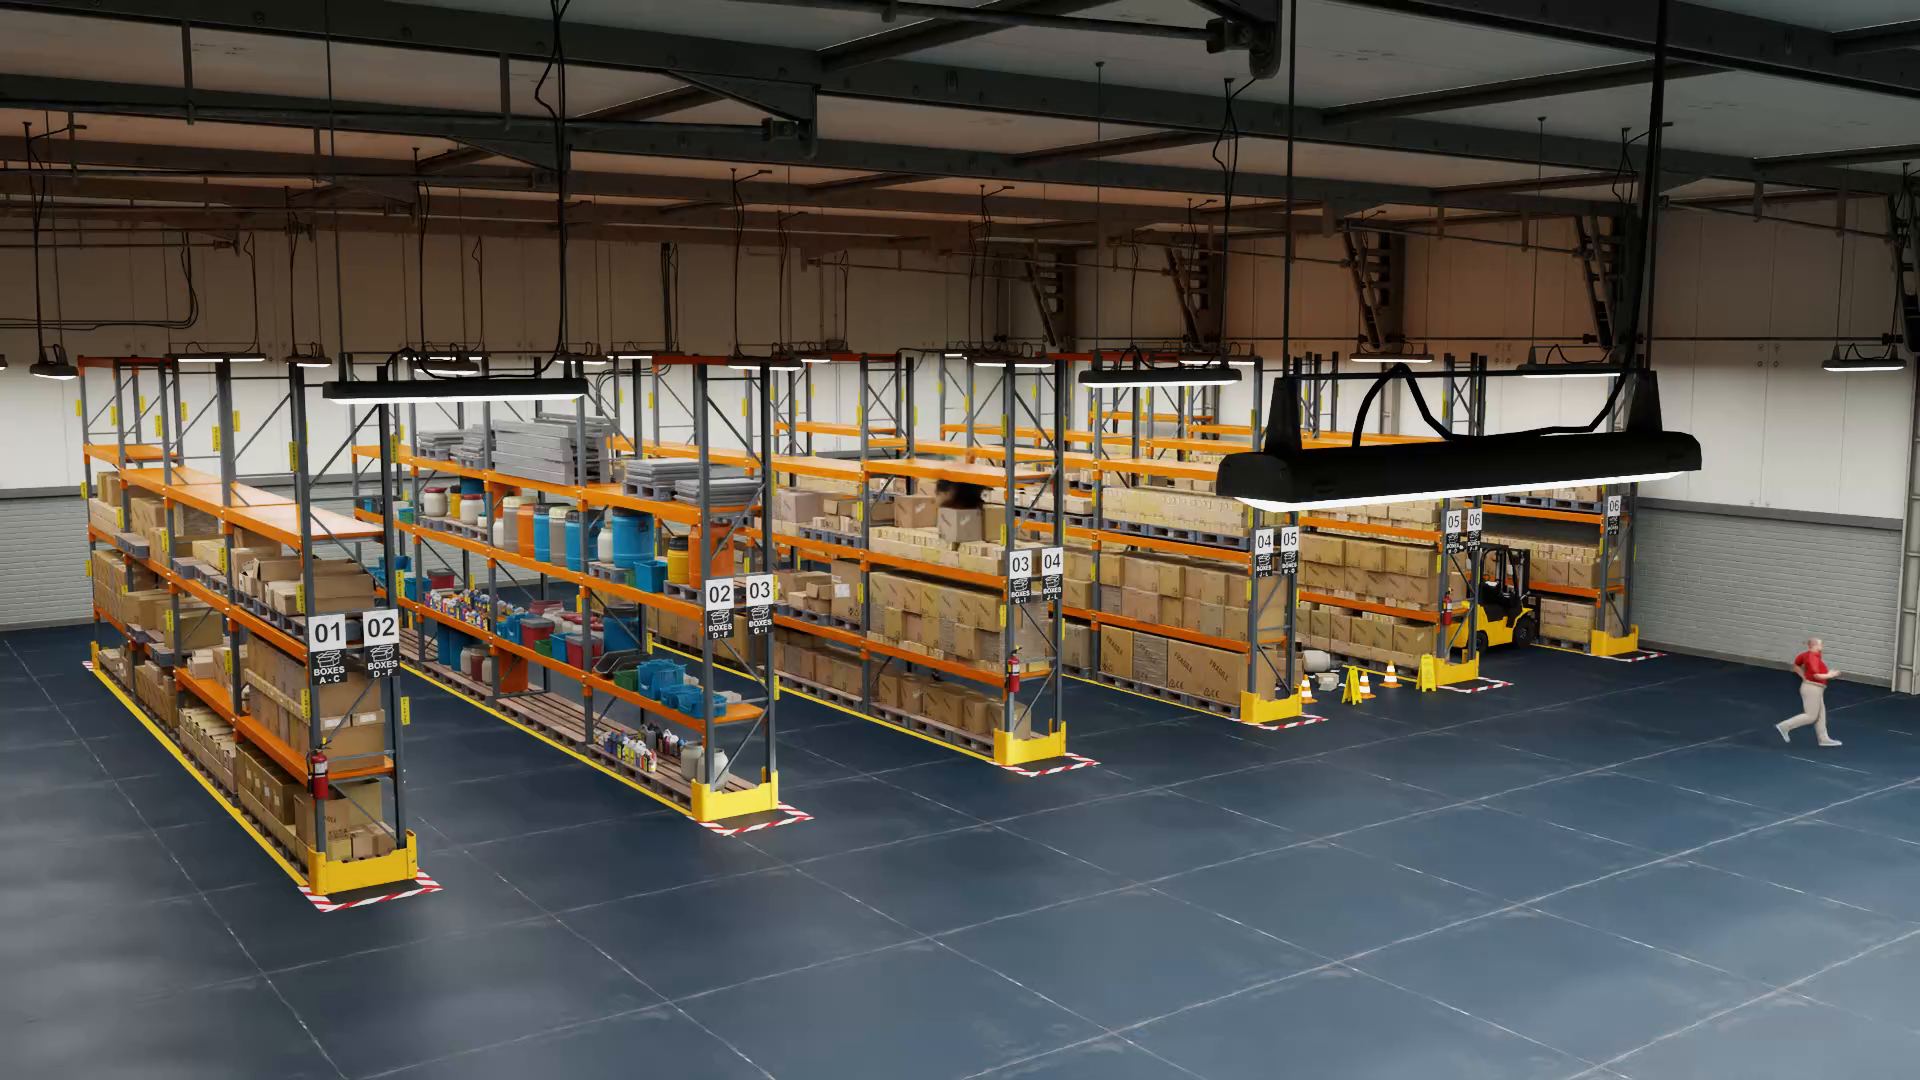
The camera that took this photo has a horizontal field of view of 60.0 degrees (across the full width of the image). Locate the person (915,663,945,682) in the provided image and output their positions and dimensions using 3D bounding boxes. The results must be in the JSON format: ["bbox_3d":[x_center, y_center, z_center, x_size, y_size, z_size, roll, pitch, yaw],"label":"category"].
[{"bbox_3d":[-0.567,1.770,30.752,0.667,1.692,0.824,-6,9,-41],"label":"person"}]

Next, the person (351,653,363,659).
[{"bbox_3d":[-10.570,1.998,28.715,0.607,1.649,0.938,-6,9,-39],"label":"person"}]

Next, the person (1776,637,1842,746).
[{"bbox_3d":[13.160,2.347,25.714,0.960,1.704,0.668,2,7,16],"label":"person"}]
